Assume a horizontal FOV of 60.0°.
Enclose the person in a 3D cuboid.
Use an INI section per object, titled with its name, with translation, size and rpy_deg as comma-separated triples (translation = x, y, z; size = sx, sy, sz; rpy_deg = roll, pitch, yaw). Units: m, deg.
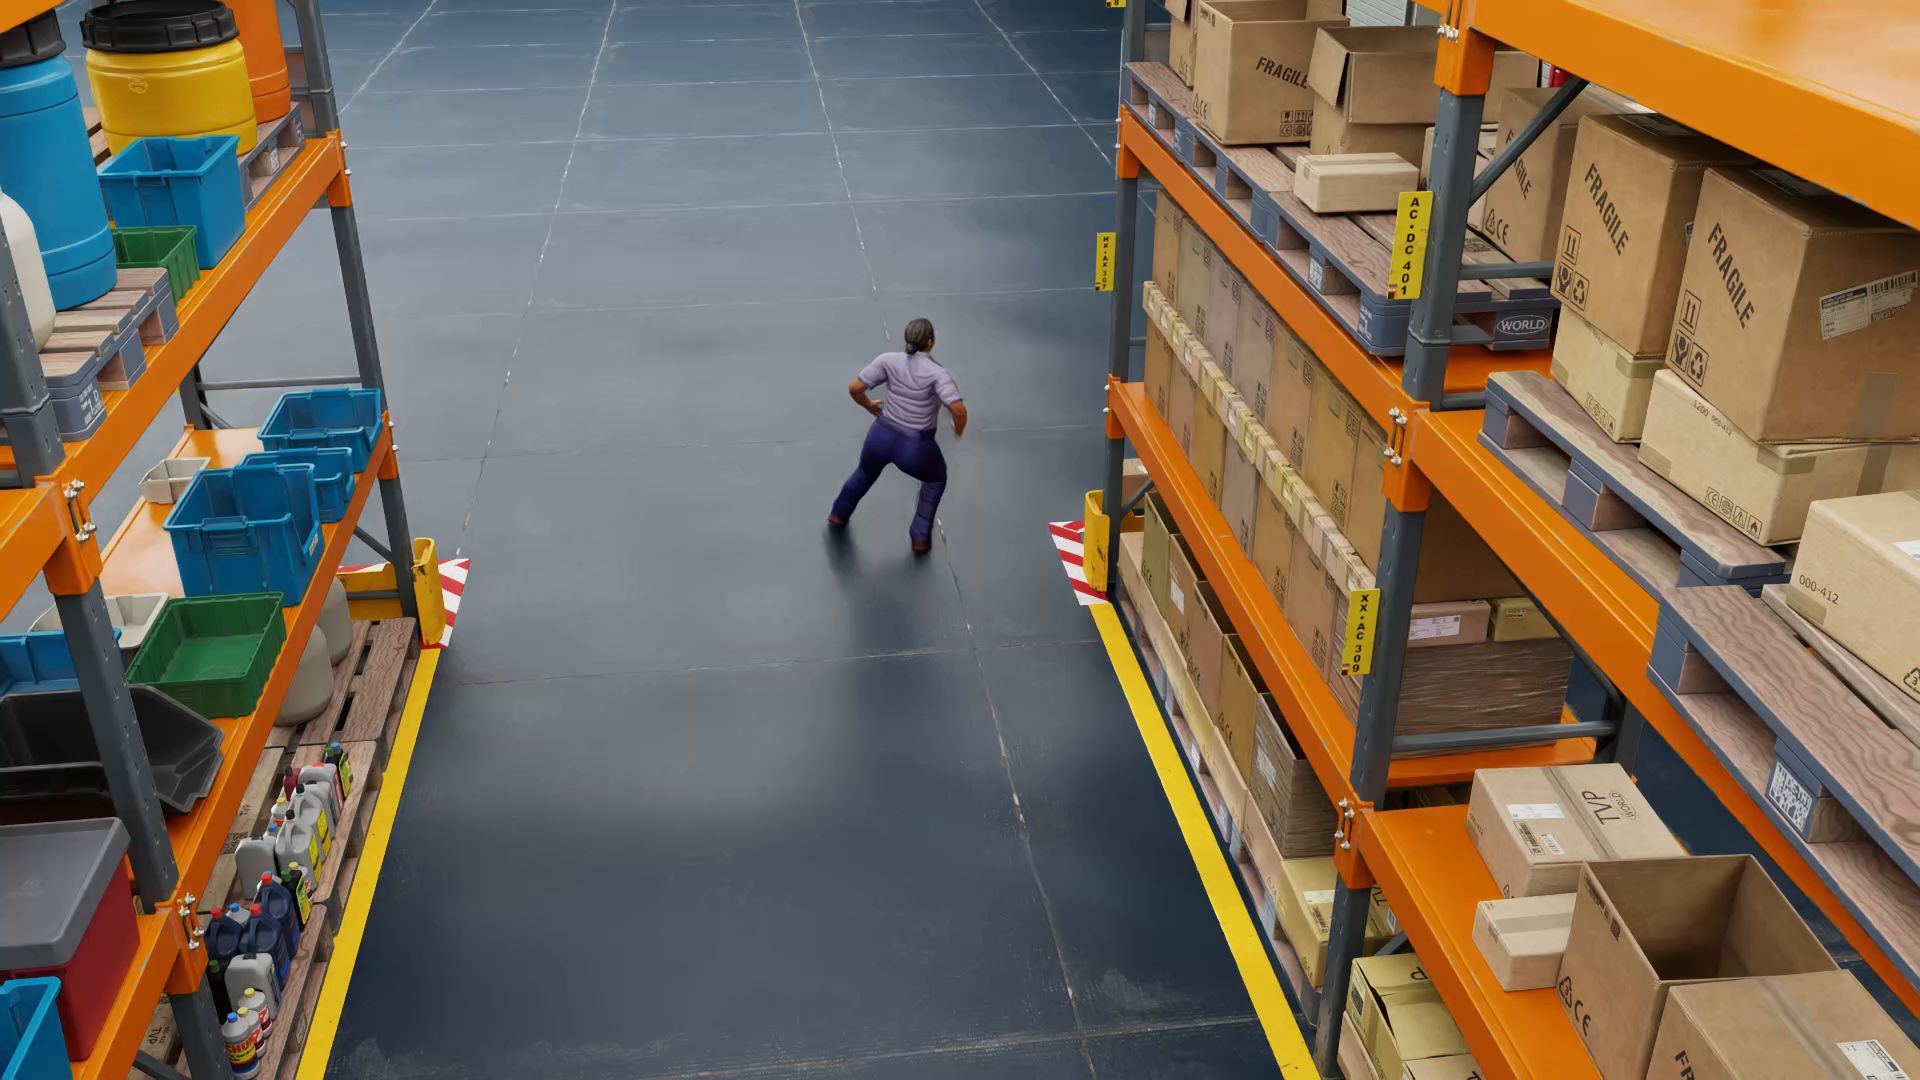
[person]
translation = -0.391, -0.649, 10.037
size = 1.041, 1.544, 0.539
rpy_deg = 9, 29, 17
